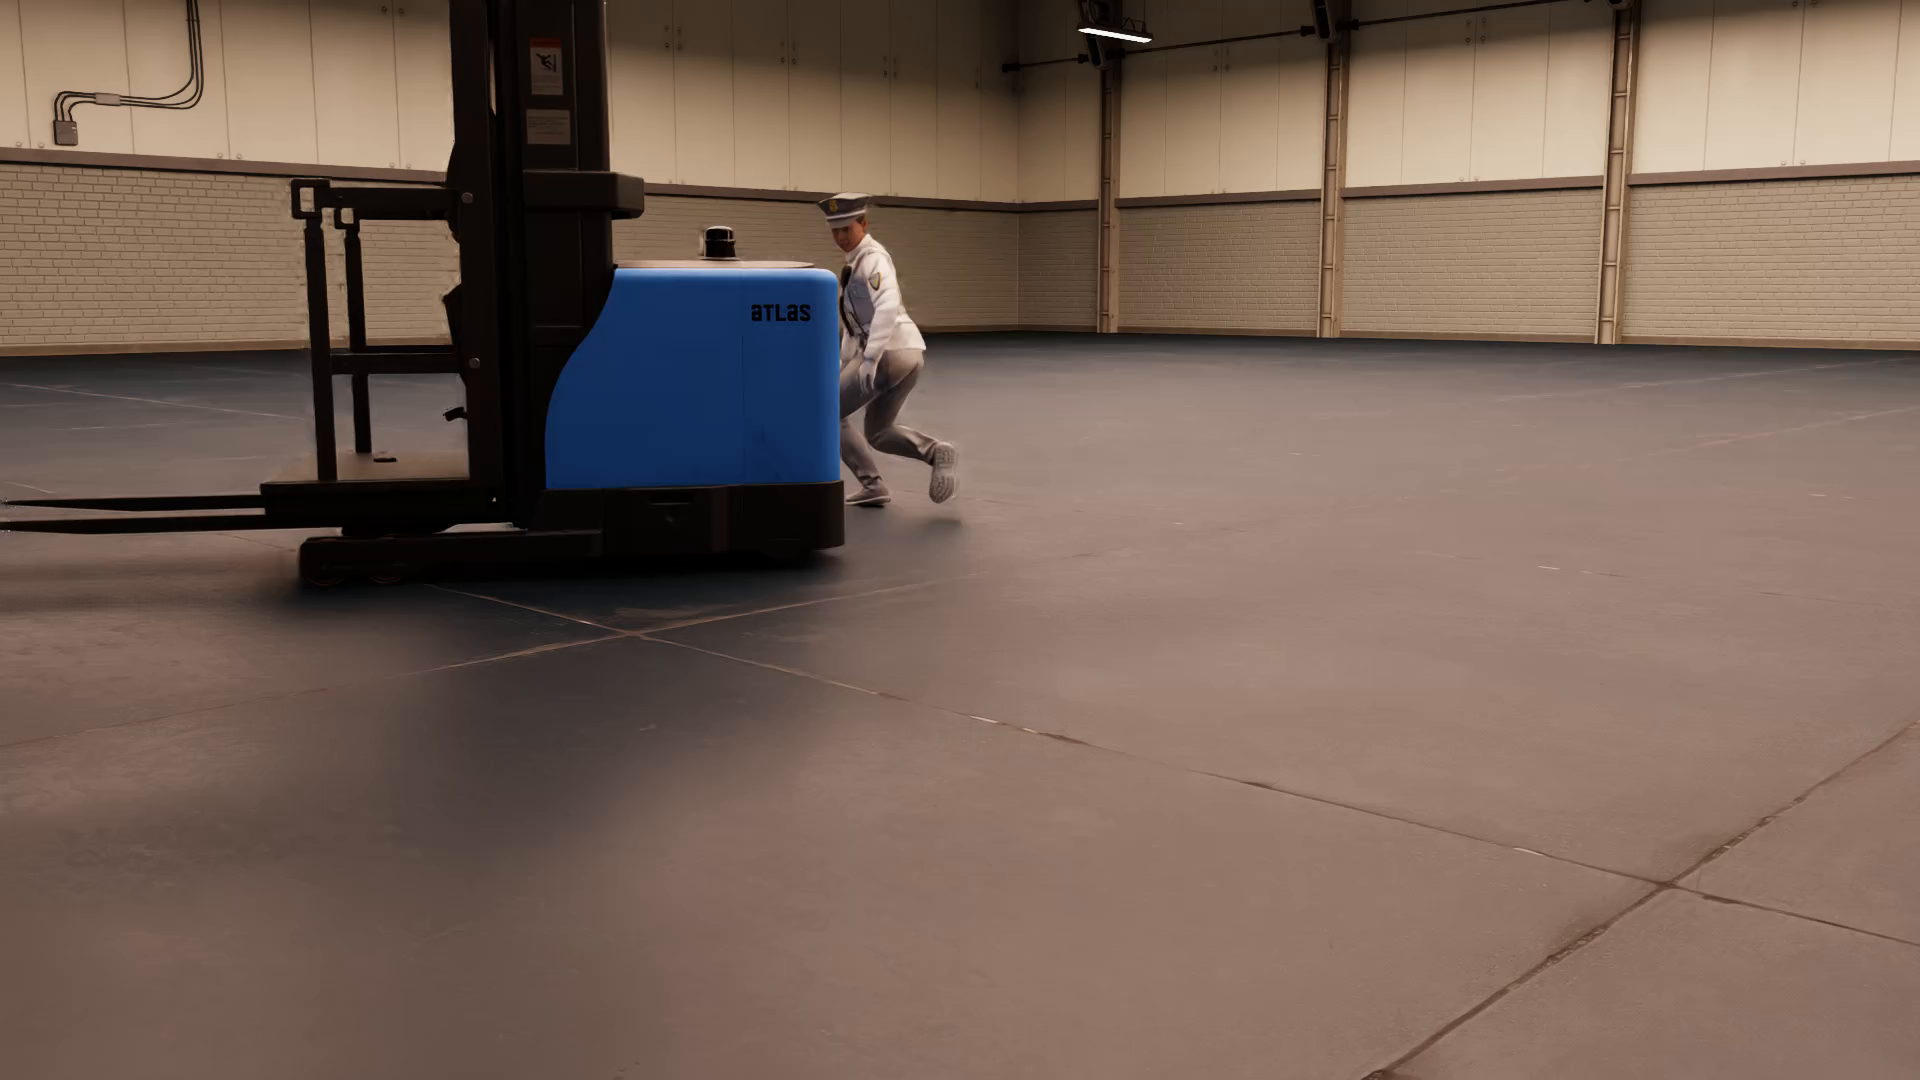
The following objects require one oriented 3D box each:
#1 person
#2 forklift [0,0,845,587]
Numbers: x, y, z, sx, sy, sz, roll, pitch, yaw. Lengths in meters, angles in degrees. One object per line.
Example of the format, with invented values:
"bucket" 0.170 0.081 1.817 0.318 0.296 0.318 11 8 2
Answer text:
"person" -0.357 -0.861 7.676 0.671 1.458 0.628 3 9 17
"forklift" -1.998 -1.377 6.018 3.031 2.935 1.130 -2 9 -13
